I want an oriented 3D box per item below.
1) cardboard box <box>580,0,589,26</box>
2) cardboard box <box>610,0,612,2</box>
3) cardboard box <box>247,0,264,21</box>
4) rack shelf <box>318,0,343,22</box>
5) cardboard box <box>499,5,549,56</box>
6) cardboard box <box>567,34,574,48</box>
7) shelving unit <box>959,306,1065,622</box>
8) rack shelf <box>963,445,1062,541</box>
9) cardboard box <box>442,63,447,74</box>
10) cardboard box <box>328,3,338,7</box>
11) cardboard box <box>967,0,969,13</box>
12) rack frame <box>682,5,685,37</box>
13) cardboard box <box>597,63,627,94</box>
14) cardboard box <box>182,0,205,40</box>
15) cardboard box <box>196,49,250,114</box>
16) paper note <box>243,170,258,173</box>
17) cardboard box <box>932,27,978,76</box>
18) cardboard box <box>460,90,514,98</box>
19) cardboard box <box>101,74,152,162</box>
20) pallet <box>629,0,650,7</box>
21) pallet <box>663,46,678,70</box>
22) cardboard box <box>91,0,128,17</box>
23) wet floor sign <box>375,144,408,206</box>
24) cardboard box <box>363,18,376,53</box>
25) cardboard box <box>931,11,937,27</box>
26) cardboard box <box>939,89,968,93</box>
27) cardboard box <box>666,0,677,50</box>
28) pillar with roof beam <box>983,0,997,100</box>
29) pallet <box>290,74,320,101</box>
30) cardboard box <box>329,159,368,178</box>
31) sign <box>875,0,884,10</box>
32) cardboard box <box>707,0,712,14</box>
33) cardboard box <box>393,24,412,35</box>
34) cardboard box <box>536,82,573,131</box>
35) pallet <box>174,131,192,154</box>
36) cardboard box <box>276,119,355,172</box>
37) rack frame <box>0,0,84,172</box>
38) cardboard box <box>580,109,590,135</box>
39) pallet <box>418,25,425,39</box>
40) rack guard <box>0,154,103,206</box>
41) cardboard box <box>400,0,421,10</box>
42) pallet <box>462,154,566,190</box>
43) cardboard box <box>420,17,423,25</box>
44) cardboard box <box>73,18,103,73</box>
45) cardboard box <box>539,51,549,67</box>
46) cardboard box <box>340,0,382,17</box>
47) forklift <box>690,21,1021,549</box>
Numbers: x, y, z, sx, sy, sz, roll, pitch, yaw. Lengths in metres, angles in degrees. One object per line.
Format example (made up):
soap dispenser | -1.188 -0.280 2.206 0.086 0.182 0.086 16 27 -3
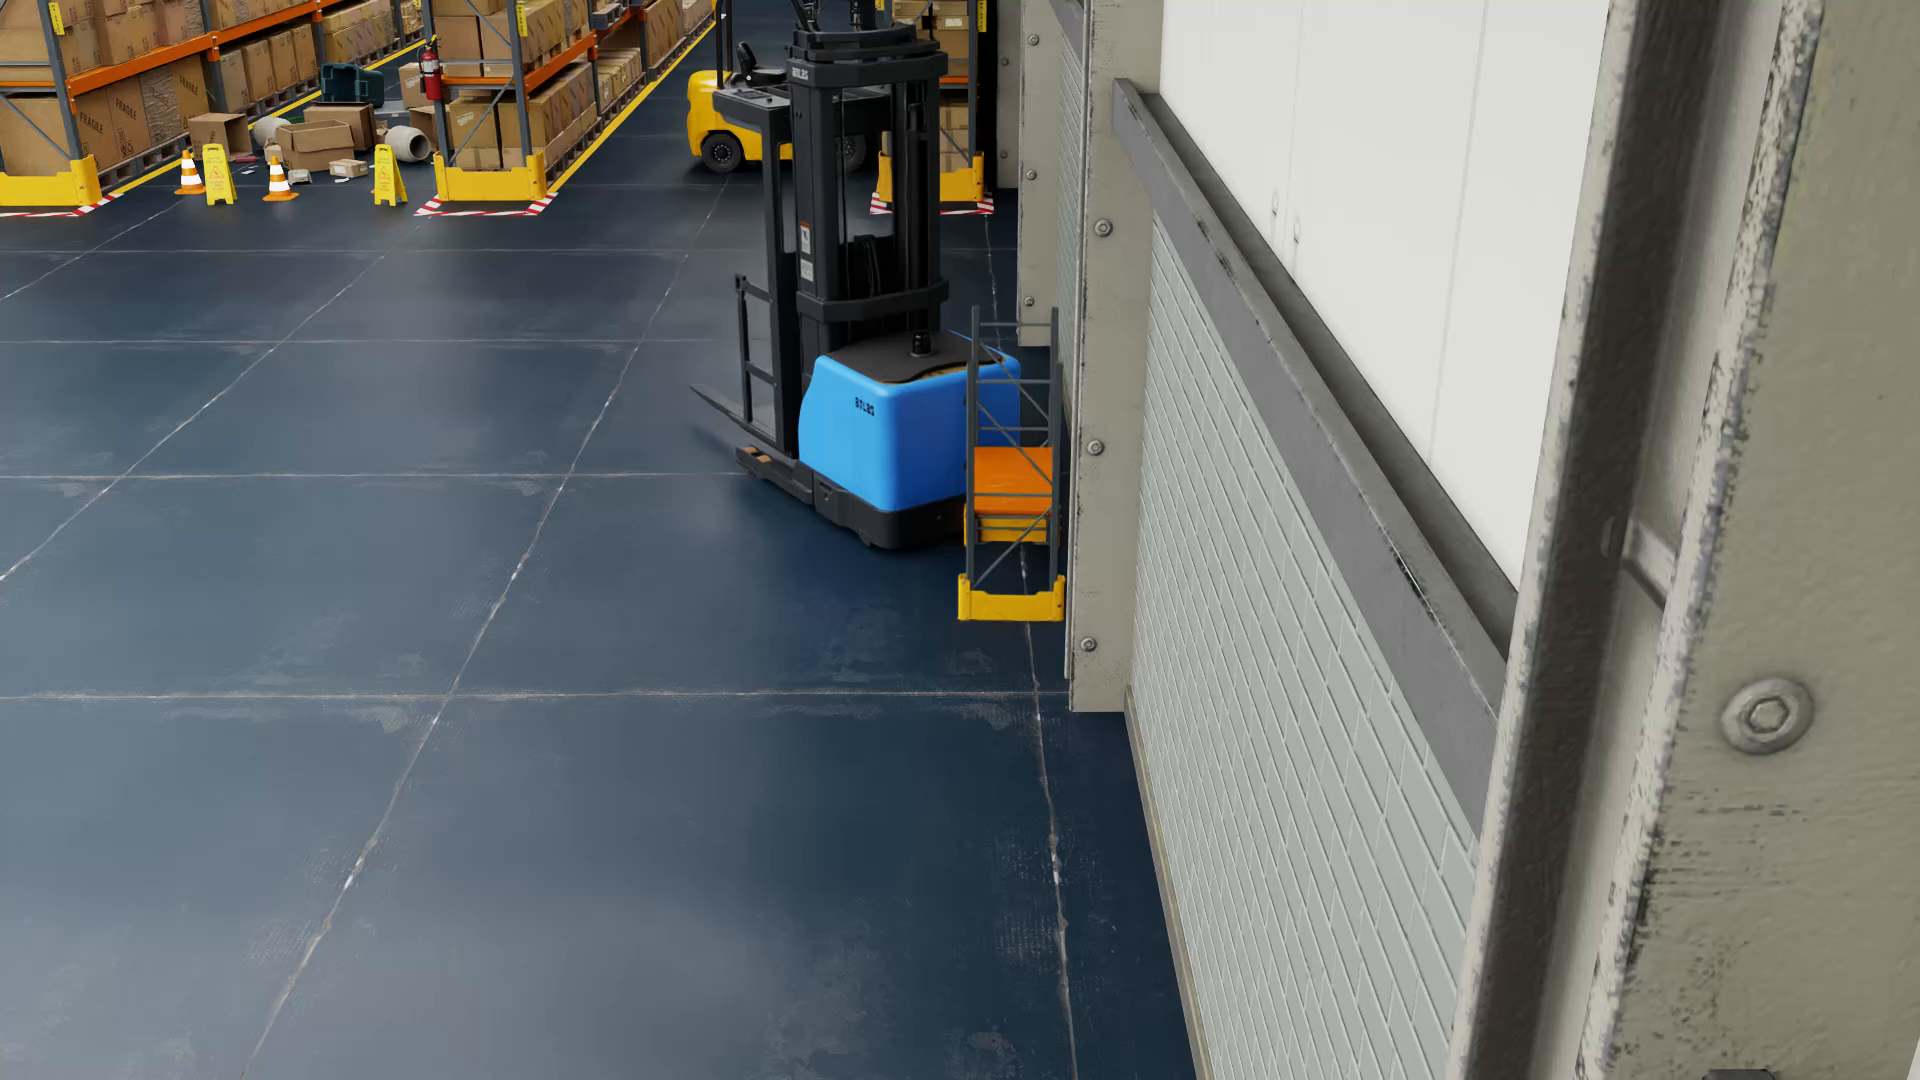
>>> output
cardboard box | -5.074 -6.865 21.306 0.500 0.500 0.500 -1 24 -2
cardboard box | -5.053 -7.599 23.208 0.380 0.149 0.250 0 24 0
cardboard box | -10.022 -7.480 23.026 0.500 0.500 0.500 0 24 -1
rack shelf | -10.342 -8.947 27.264 1.077 0.370 4.000 0 24 -1
cardboard box | -5.021 -5.809 18.971 0.500 0.500 0.500 0 24 1
cardboard box | -5.005 -6.202 20.627 0.380 0.149 0.250 -1 24 -1
shelving unit | 0.302 -0.453 9.431 0.587 1.500 1.083 1 24 2
rack shelf | 0.302 -0.285 9.497 0.538 0.185 1.000 1 24 2
cardboard box | -5.616 -5.360 18.766 0.380 0.149 0.250 -1 24 -1
cardboard box | -10.610 -8.757 27.587 0.500 0.250 0.500 1 24 1
cardboard box | -0.051 -5.967 18.535 0.380 0.149 0.250 1 24 1
rack frame | -5.415 -10.162 29.079 1.000 3.000 0.127 0 24 -1
cardboard box | -5.357 -6.659 24.012 0.950 0.372 0.625 1 24 1
cardboard box | -10.261 -6.718 21.283 0.875 0.550 0.550 0 24 -1
cardboard box | -10.373 -6.224 22.591 1.050 0.750 0.750 0 24 -1
paper note | -8.552 -4.437 20.025 0.144 0.017 0.142 8 26 18
cardboard box | -0.049 -5.492 18.633 0.500 0.500 0.500 1 24 1
cardboard box | -5.563 -5.042 19.675 0.500 0.500 0.500 1 24 1
cardboard box | -10.318 -5.019 19.775 0.875 0.875 0.875 -1 24 -1
pallet | -5.257 -8.134 24.826 1.213 0.211 1.003 0 24 -1
pallet | -5.315 -8.070 27.838 1.003 0.211 1.213 0 24 -1
cardboard box | -10.167 -6.325 19.102 0.875 0.550 0.550 0 24 -1
wet floor sign | -6.352 -4.062 18.448 0.267 0.644 0.232 8 26 18
cardboard box | -10.097 -8.424 27.760 0.500 0.500 0.500 -1 24 -2
cardboard box | -0.132 -5.825 18.581 0.380 0.149 0.250 0 24 -1
cardboard box | -0.141 -5.246 19.824 0.500 0.250 0.500 0 24 -1
cardboard box | -5.311 -8.758 28.044 0.875 0.875 0.875 0 24 1
pillar with roof beam | -3.797 -10.719 23.030 9.100 9.000 0.400 0 24 -1
pallet | -10.387 -6.854 25.149 1.003 0.211 1.213 0 24 -1
cardboard box | -7.318 -4.449 19.907 0.380 0.149 0.250 13 27 27
sign | -0.864 -5.880 17.919 0.100 0.325 0.005 0 24 -1
cardboard box | -5.352 -10.563 32.565 0.875 0.438 0.875 -1 24 -2
cardboard box | -10.047 -9.142 29.774 0.380 0.149 0.250 -1 24 -3
cardboard box | -5.025 -5.263 20.165 0.500 0.500 0.500 0 24 0
pallet | -10.346 -5.218 21.531 1.003 0.211 1.213 0 24 -1
cardboard box | -7.835 -4.793 20.236 0.797 0.503 0.637 -19 31 -36
rack frame | -10.233 -5.154 18.005 1.000 3.000 0.127 0 24 -1
cardboard box | -5.037 -5.343 21.250 0.500 0.250 0.500 -1 24 -2
pallet | -10.423 -9.609 31.239 1.003 0.211 1.213 0 24 -1
rack guard | -10.233 -4.005 18.498 1.175 0.500 0.348 0 24 -1
cardboard box | -10.103 -9.835 30.584 0.380 0.149 0.250 0 24 1
pallet | -5.259 -4.313 19.531 1.003 0.211 1.213 0 24 -1
cardboard box | -10.101 -9.677 30.956 0.380 0.149 0.250 -1 24 -2
cardboard box | -10.310 -5.601 18.813 0.875 0.550 0.550 0 24 -1
cardboard box | -4.977 -5.562 19.214 0.380 0.149 0.250 0 24 0
cardboard box | -10.111 -8.975 28.068 0.500 0.250 0.500 1 24 2
forklift | -0.860 -1.835 10.751 1.130 2.935 3.031 -16 29 -31
